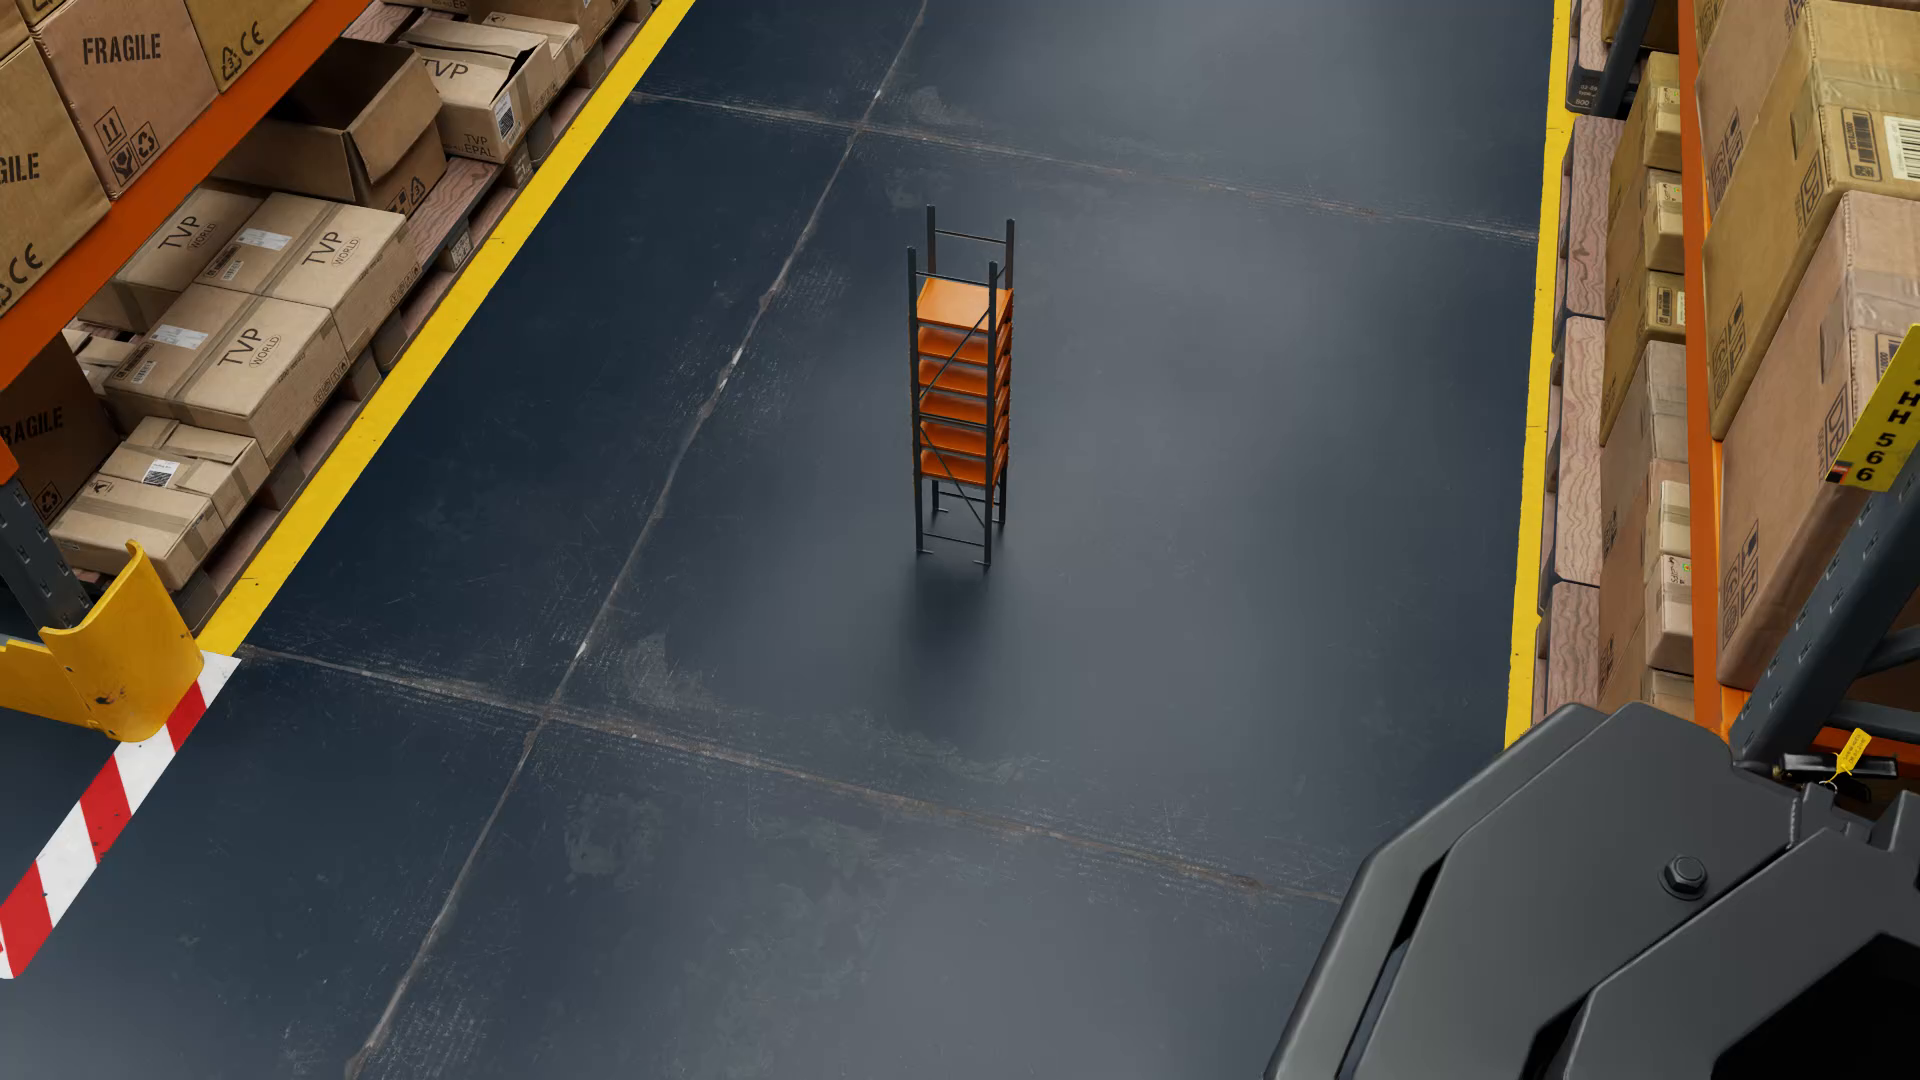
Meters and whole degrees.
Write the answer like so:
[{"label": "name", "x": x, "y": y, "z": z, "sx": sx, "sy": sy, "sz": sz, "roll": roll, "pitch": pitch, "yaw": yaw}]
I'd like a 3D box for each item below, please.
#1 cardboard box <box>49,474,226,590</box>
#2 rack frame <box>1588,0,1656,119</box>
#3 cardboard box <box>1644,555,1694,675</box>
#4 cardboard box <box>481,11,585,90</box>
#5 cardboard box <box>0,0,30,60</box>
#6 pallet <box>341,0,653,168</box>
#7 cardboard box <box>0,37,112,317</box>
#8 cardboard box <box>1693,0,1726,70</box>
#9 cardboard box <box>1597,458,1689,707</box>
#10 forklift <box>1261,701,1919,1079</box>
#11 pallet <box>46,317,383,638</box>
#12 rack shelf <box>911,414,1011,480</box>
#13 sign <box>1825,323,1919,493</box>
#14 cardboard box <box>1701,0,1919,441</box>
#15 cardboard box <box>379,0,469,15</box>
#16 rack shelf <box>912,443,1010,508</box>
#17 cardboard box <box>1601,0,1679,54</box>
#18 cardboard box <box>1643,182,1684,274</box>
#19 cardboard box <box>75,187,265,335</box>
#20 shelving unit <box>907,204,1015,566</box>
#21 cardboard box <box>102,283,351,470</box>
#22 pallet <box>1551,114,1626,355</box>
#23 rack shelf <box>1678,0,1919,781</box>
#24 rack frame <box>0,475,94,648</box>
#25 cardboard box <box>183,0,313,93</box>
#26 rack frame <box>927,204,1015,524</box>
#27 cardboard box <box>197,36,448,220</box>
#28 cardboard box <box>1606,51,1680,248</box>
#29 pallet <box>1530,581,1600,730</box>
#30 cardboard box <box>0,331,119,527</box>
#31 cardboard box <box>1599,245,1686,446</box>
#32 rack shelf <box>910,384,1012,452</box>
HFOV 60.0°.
[{"label": "cardboard box", "x": -2.409, "y": -0.025, "z": 4.879, "sx": 0.380, "sy": 0.149, "sz": 0.250, "roll": 12, "pitch": 50, "yaw": 10}, {"label": "rack frame", "x": 2.982, "y": -2.506, "z": 5.461, "sx": 1.000, "sy": 3.000, "sz": 0.127, "roll": 12, "pitch": 50, "yaw": 10}, {"label": "cardboard box", "x": 1.875, "y": 0.206, "z": 4.022, "sx": 0.380, "sy": 0.149, "sz": 0.250, "roll": 11, "pitch": 49, "yaw": 10}, {"label": "cardboard box", "x": -1.715, "y": -1.932, "z": 6.562, "sx": 0.380, "sy": 0.149, "sz": 0.250, "roll": 12, "pitch": 50, "yaw": 10}, {"label": "cardboard box", "x": -2.480, "y": -1.221, "z": 3.593, "sx": 0.500, "sy": 0.500, "sz": 0.500, "roll": 13, "pitch": 50, "yaw": 11}, {"label": "pallet", "x": -1.980, "y": -2.062, "z": 6.929, "sx": 1.003, "sy": 0.211, "sz": 1.213, "roll": 12, "pitch": 50, "yaw": 10}, {"label": "cardboard box", "x": -2.480, "y": -0.890, "z": 3.968, "sx": 0.500, "sy": 0.500, "sz": 0.500, "roll": 13, "pitch": 50, "yaw": 11}, {"label": "cardboard box", "x": 2.626, "y": -1.689, "z": 4.540, "sx": 0.980, "sy": 0.700, "sz": 0.700, "roll": 10, "pitch": 49, "yaw": 9}, {"label": "cardboard box", "x": 2.148, "y": 0.187, "z": 4.471, "sx": 0.700, "sy": 0.500, "sz": 0.500, "roll": 11, "pitch": 50, "yaw": 10}, {"label": "forklift", "x": 0.929, "y": 1.578, "z": 1.902, "sx": 3.031, "sy": 2.935, "sz": 1.130, "roll": 23, "pitch": 52, "yaw": 19}, {"label": "pallet", "x": -2.622, "y": -0.297, "z": 5.371, "sx": 1.003, "sy": 0.211, "sz": 1.213, "roll": 12, "pitch": 50, "yaw": 10}, {"label": "rack shelf", "x": 0.004, "y": -0.299, "z": 4.933, "sx": 0.258, "sy": 0.103, "sz": 0.180, "roll": 12, "pitch": 50, "yaw": 10}, {"label": "sign", "x": 1.409, "y": -0.191, "z": 2.488, "sx": 0.100, "sy": 0.325, "sz": 0.005, "roll": 12, "pitch": 50, "yaw": 10}, {"label": "cardboard box", "x": 2.234, "y": -0.611, "z": 3.589, "sx": 0.980, "sy": 0.700, "sz": 0.700, "roll": 11, "pitch": 50, "yaw": 10}, {"label": "cardboard box", "x": -2.117, "y": -2.476, "z": 6.934, "sx": 0.500, "sy": 0.311, "sz": 0.500, "roll": 12, "pitch": 50, "yaw": 10}, {"label": "rack shelf", "x": 0.004, "y": -0.219, "z": 5.023, "sx": 0.258, "sy": 0.103, "sz": 0.180, "roll": 12, "pitch": 50, "yaw": 10}, {"label": "cardboard box", "x": 3.027, "y": -2.430, "z": 6.547, "sx": 0.750, "sy": 0.750, "sz": 0.750, "roll": 12, "pitch": 50, "yaw": 10}, {"label": "cardboard box", "x": 2.283, "y": -0.923, "z": 5.018, "sx": 0.380, "sy": 0.149, "sz": 0.250, "roll": 10, "pitch": 49, "yaw": 9}, {"label": "cardboard box", "x": -2.667, "y": -0.947, "z": 5.625, "sx": 0.500, "sy": 0.250, "sz": 0.500, "roll": 12, "pitch": 50, "yaw": 10}, {"label": "shelving unit", "x": 0.004, "y": -0.408, "z": 4.809, "sx": 0.258, "sy": 1.200, "sz": 0.189, "roll": 12, "pitch": 50, "yaw": 10}, {"label": "cardboard box", "x": -2.303, "y": -0.522, "z": 5.251, "sx": 0.500, "sy": 0.250, "sz": 0.500, "roll": 12, "pitch": 50, "yaw": 10}, {"label": "pallet", "x": 2.706, "y": -1.049, "z": 6.035, "sx": 1.003, "sy": 0.211, "sz": 1.213, "roll": 12, "pitch": 50, "yaw": 10}, {"label": "rack shelf", "x": 2.455, "y": -0.821, "z": 4.454, "sx": 1.077, "sy": 0.370, "sz": 4.000, "roll": 12, "pitch": 50, "yaw": 10}, {"label": "rack frame", "x": -2.851, "y": -0.588, "z": 3.768, "sx": 1.000, "sy": 3.000, "sz": 0.127, "roll": 12, "pitch": 50, "yaw": 10}, {"label": "cardboard box", "x": -2.214, "y": -1.626, "z": 4.618, "sx": 0.500, "sy": 0.500, "sz": 0.500, "roll": 11, "pitch": 50, "yaw": 10}, {"label": "rack frame", "x": 0.028, "y": -0.474, "z": 4.868, "sx": 0.240, "sy": 1.200, "sz": 0.006, "roll": 12, "pitch": 50, "yaw": 10}, {"label": "cardboard box", "x": -2.288, "y": -1.441, "z": 5.892, "sx": 0.797, "sy": 0.503, "sz": 0.637, "roll": 12, "pitch": 50, "yaw": 10}, {"label": "cardboard box", "x": 2.686, "y": -1.297, "z": 5.781, "sx": 0.700, "sy": 0.500, "sz": 0.500, "roll": 12, "pitch": 50, "yaw": 11}, {"label": "pallet", "x": 2.064, "y": 0.716, "z": 4.477, "sx": 1.003, "sy": 0.211, "sz": 1.213, "roll": 12, "pitch": 50, "yaw": 10}, {"label": "cardboard box", "x": -2.946, "y": -0.348, "z": 4.930, "sx": 0.500, "sy": 0.500, "sz": 0.500, "roll": 12, "pitch": 50, "yaw": 10}, {"label": "cardboard box", "x": 2.413, "y": -0.564, "z": 5.134, "sx": 0.700, "sy": 0.500, "sz": 0.500, "roll": 13, "pitch": 50, "yaw": 11}, {"label": "rack shelf", "x": 0.004, "y": -0.378, "z": 4.843, "sx": 0.258, "sy": 0.103, "sz": 0.180, "roll": 12, "pitch": 50, "yaw": 10}]
